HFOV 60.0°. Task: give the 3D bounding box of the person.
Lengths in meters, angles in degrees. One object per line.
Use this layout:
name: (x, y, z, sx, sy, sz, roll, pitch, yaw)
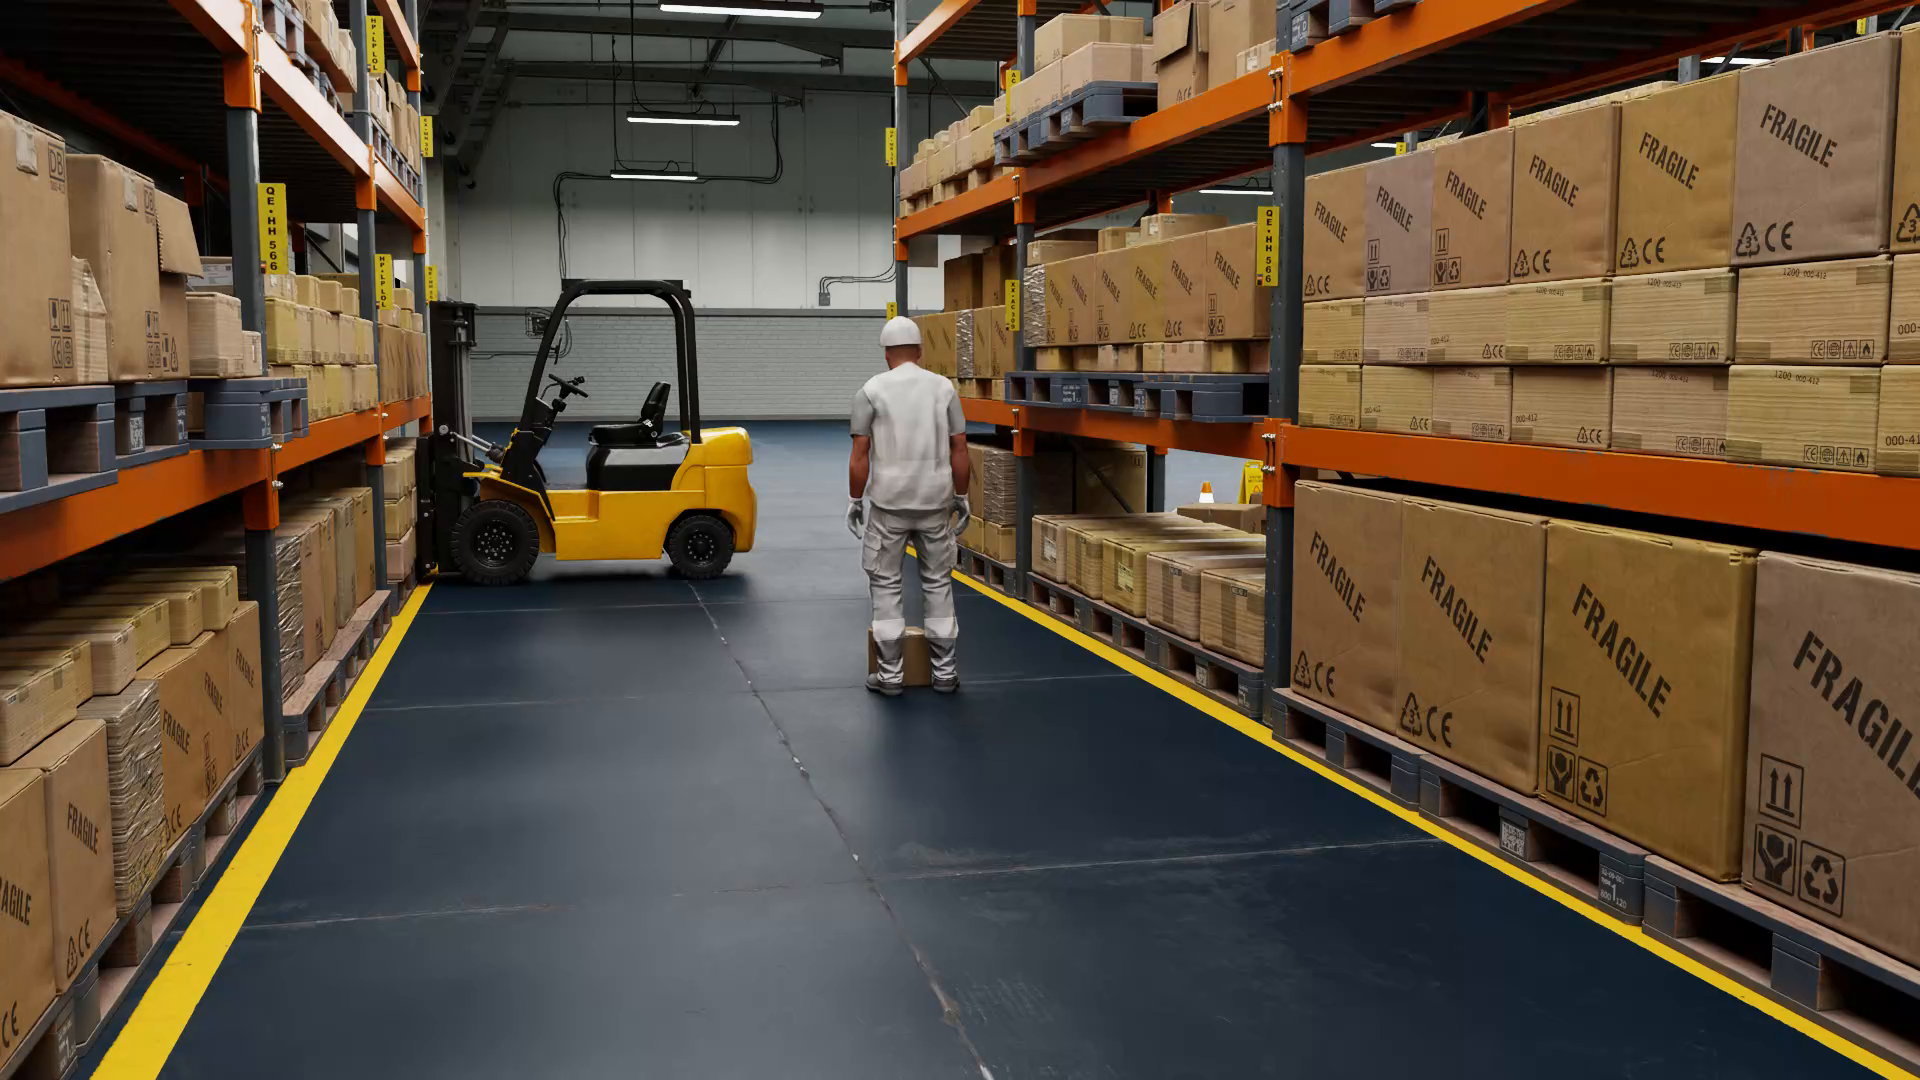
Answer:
person: (-0.241, -0.163, 7.863, 0.606, 1.778, 0.453, -1, 6, -14)
